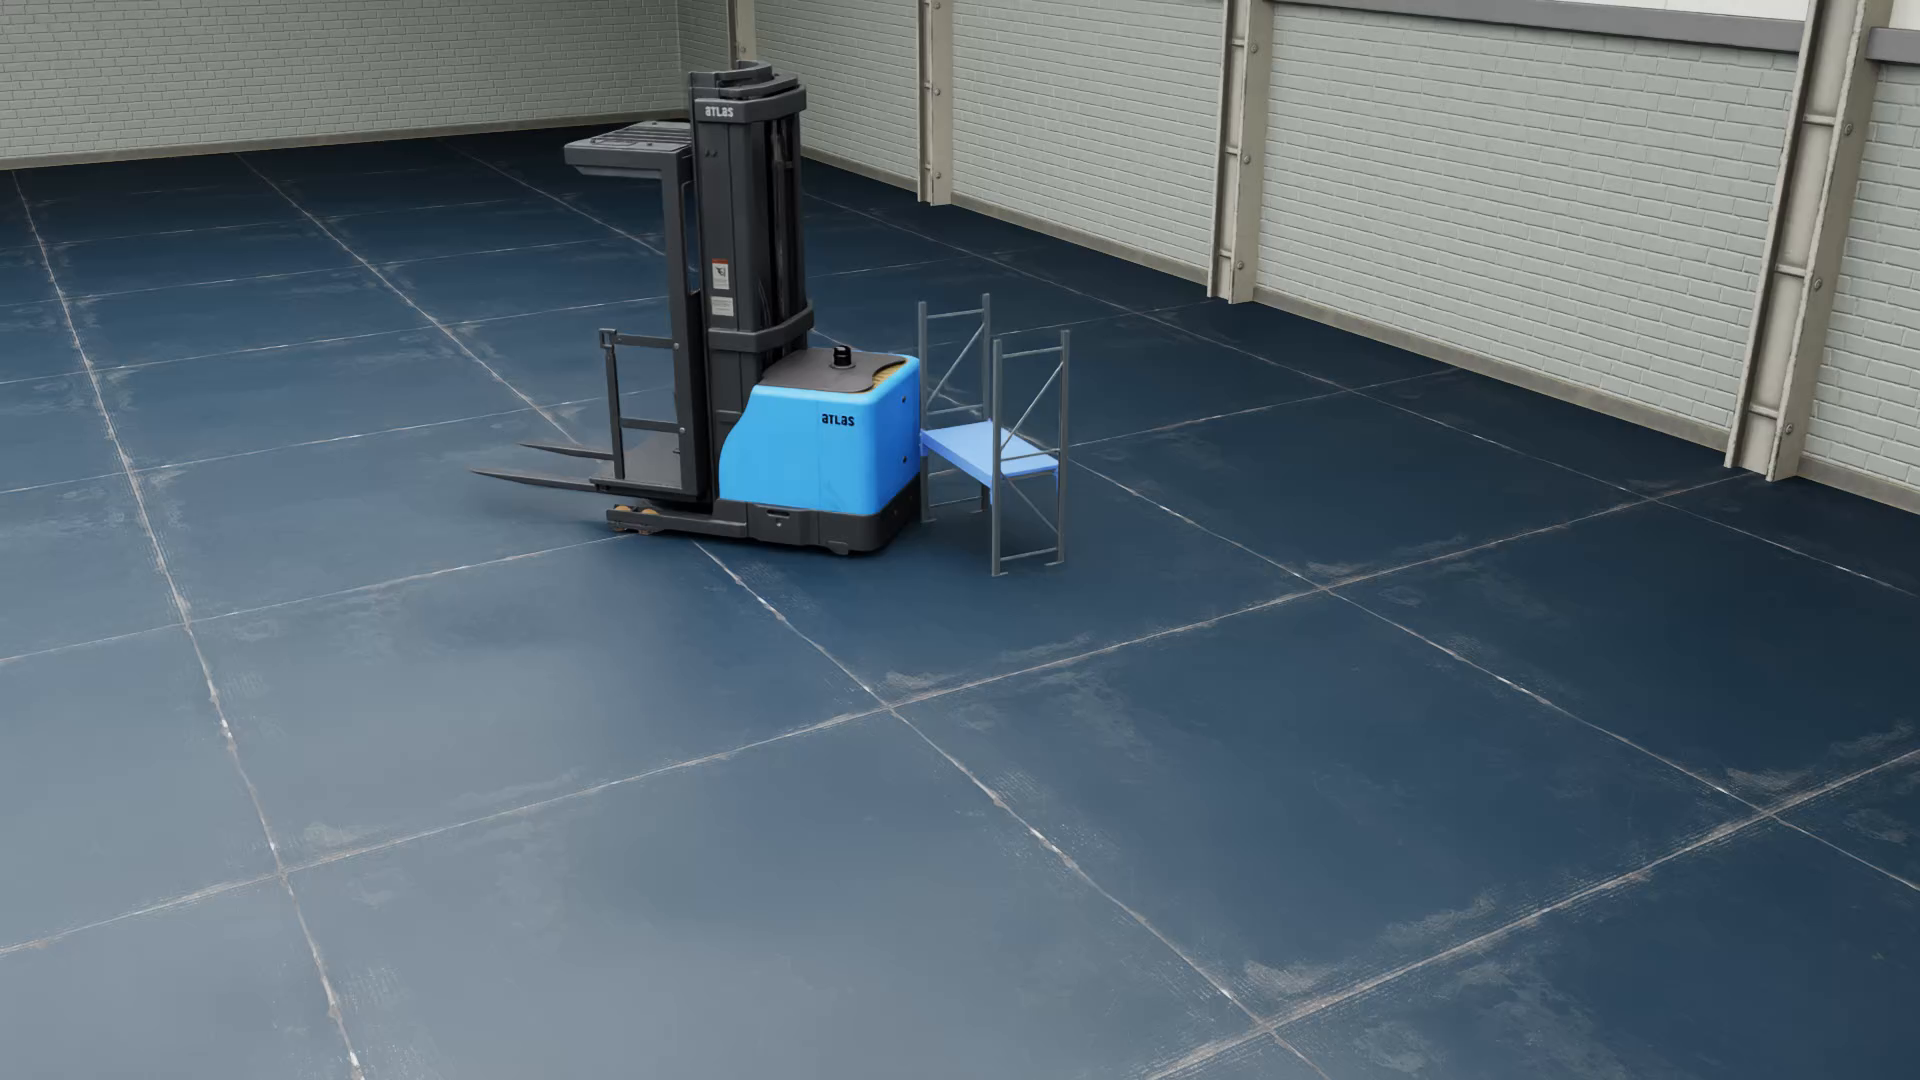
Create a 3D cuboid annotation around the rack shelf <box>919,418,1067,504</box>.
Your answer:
[{"bbox_3d":[0.195,-0.513,10.559,0.538,0.185,1.000,-11,24,-25],"label":"rack shelf"}]

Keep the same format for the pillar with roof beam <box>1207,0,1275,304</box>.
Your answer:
[{"bbox_3d":[-0.958,-5.791,13.107,9.100,9.000,0.400,-13,25,-28],"label":"pillar with roof beam"}]

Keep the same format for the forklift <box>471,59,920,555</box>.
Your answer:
[{"bbox_3d":[-1.811,-1.571,10.785,3.031,2.935,1.130,7,23,16],"label":"forklift"}]

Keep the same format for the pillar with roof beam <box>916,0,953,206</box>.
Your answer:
[{"bbox_3d":[-4.023,-7.733,17.885,9.100,9.000,0.400,-13,25,-28],"label":"pillar with roof beam"}]

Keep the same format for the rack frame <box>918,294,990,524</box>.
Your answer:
[{"bbox_3d":[-0.034,-0.850,10.911,0.500,1.500,0.032,-11,24,-25],"label":"rack frame"}]

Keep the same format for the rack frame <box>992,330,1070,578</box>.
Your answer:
[{"bbox_3d":[0.425,-0.509,10.071,0.500,1.500,0.032,-11,24,-25],"label":"rack frame"}]

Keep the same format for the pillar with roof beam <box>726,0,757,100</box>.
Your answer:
[{"bbox_3d":[-7.088,-9.675,22.664,9.100,9.000,0.400,-13,25,-28],"label":"pillar with roof beam"}]

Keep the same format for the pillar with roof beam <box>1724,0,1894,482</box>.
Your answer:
[{"bbox_3d":[2.107,-3.848,8.328,9.100,9.000,0.400,-13,25,-28],"label":"pillar with roof beam"}]

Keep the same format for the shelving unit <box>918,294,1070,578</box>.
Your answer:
[{"bbox_3d":[0.195,-0.679,10.491,0.538,1.500,1.048,-11,24,-25],"label":"shelving unit"}]
